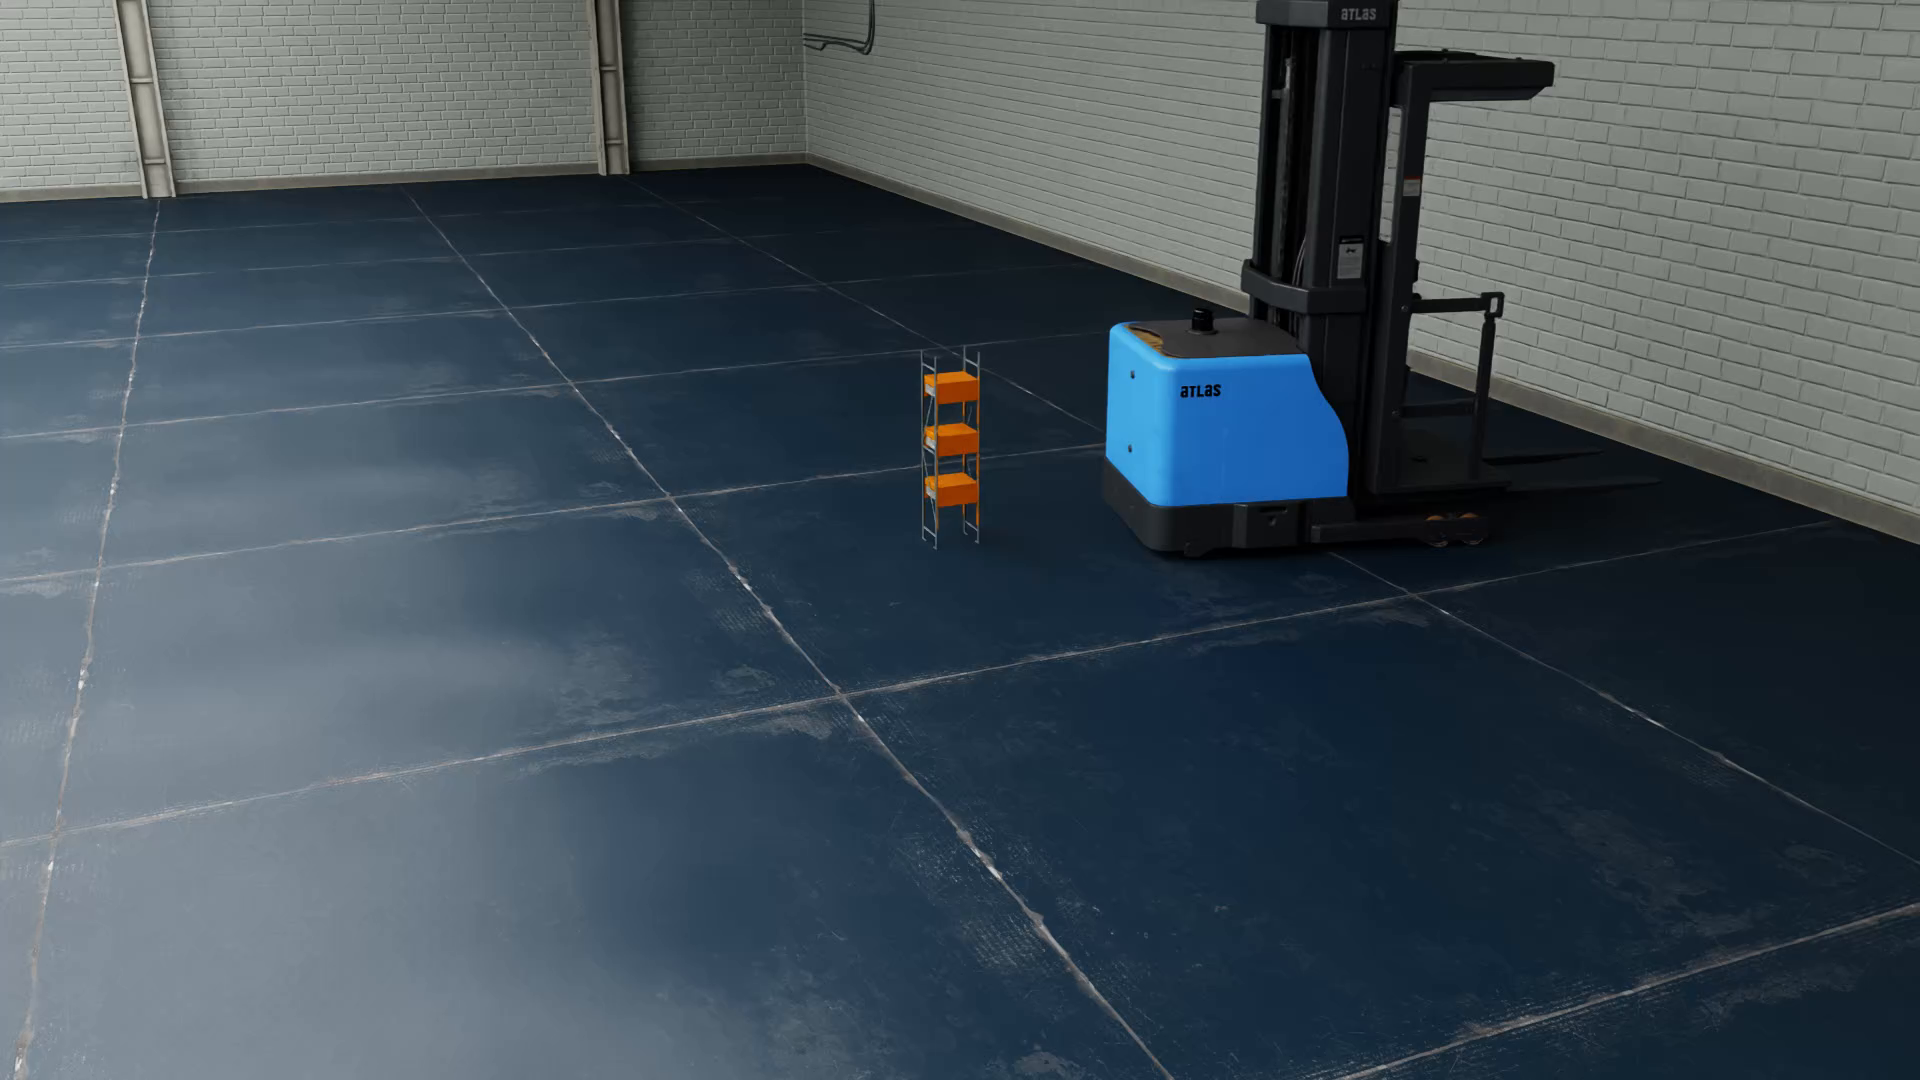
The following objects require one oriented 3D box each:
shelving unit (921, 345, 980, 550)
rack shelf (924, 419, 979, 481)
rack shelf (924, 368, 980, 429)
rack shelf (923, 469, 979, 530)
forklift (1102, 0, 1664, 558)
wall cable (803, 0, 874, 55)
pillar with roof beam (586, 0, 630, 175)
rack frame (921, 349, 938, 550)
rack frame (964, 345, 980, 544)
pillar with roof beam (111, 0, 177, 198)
[{"bbox_3d":[-0.049,-0.488,8.828,0.252,1.050,0.215,-8,21,-22],"label":"shelving unit"},{"bbox_3d":[-0.049,-0.478,8.831,0.240,0.259,0.215,-8,21,-22],"label":"rack shelf"},{"bbox_3d":[-0.049,-0.746,8.737,0.240,0.259,0.215,-8,21,-22],"label":"rack shelf"},{"bbox_3d":[-0.049,-0.216,8.924,0.240,0.259,0.215,-8,21,-22],"label":"rack shelf"},{"bbox_3d":[2.382,-1.513,8.907,3.031,2.935,1.130,-4,20,-10],"label":"forklift"},{"bbox_3d":[-1.784,-8.078,23.091,0.112,2.526,3.097,-8,21,-22],"label":"wall cable"},{"bbox_3d":[-3.308,-8.246,18.891,0.400,9.000,9.100,-8,21,-22],"label":"pillar with roof beam"},{"bbox_3d":[-0.161,-0.472,8.782,0.008,1.050,0.200,-8,21,-22],"label":"rack frame"},{"bbox_3d":[0.063,-0.504,8.873,0.008,1.050,0.200,-8,21,-22],"label":"rack frame"},{"bbox_3d":[-8.817,-7.456,16.650,0.400,9.000,9.100,-8,21,-22],"label":"pillar with roof beam"}]
